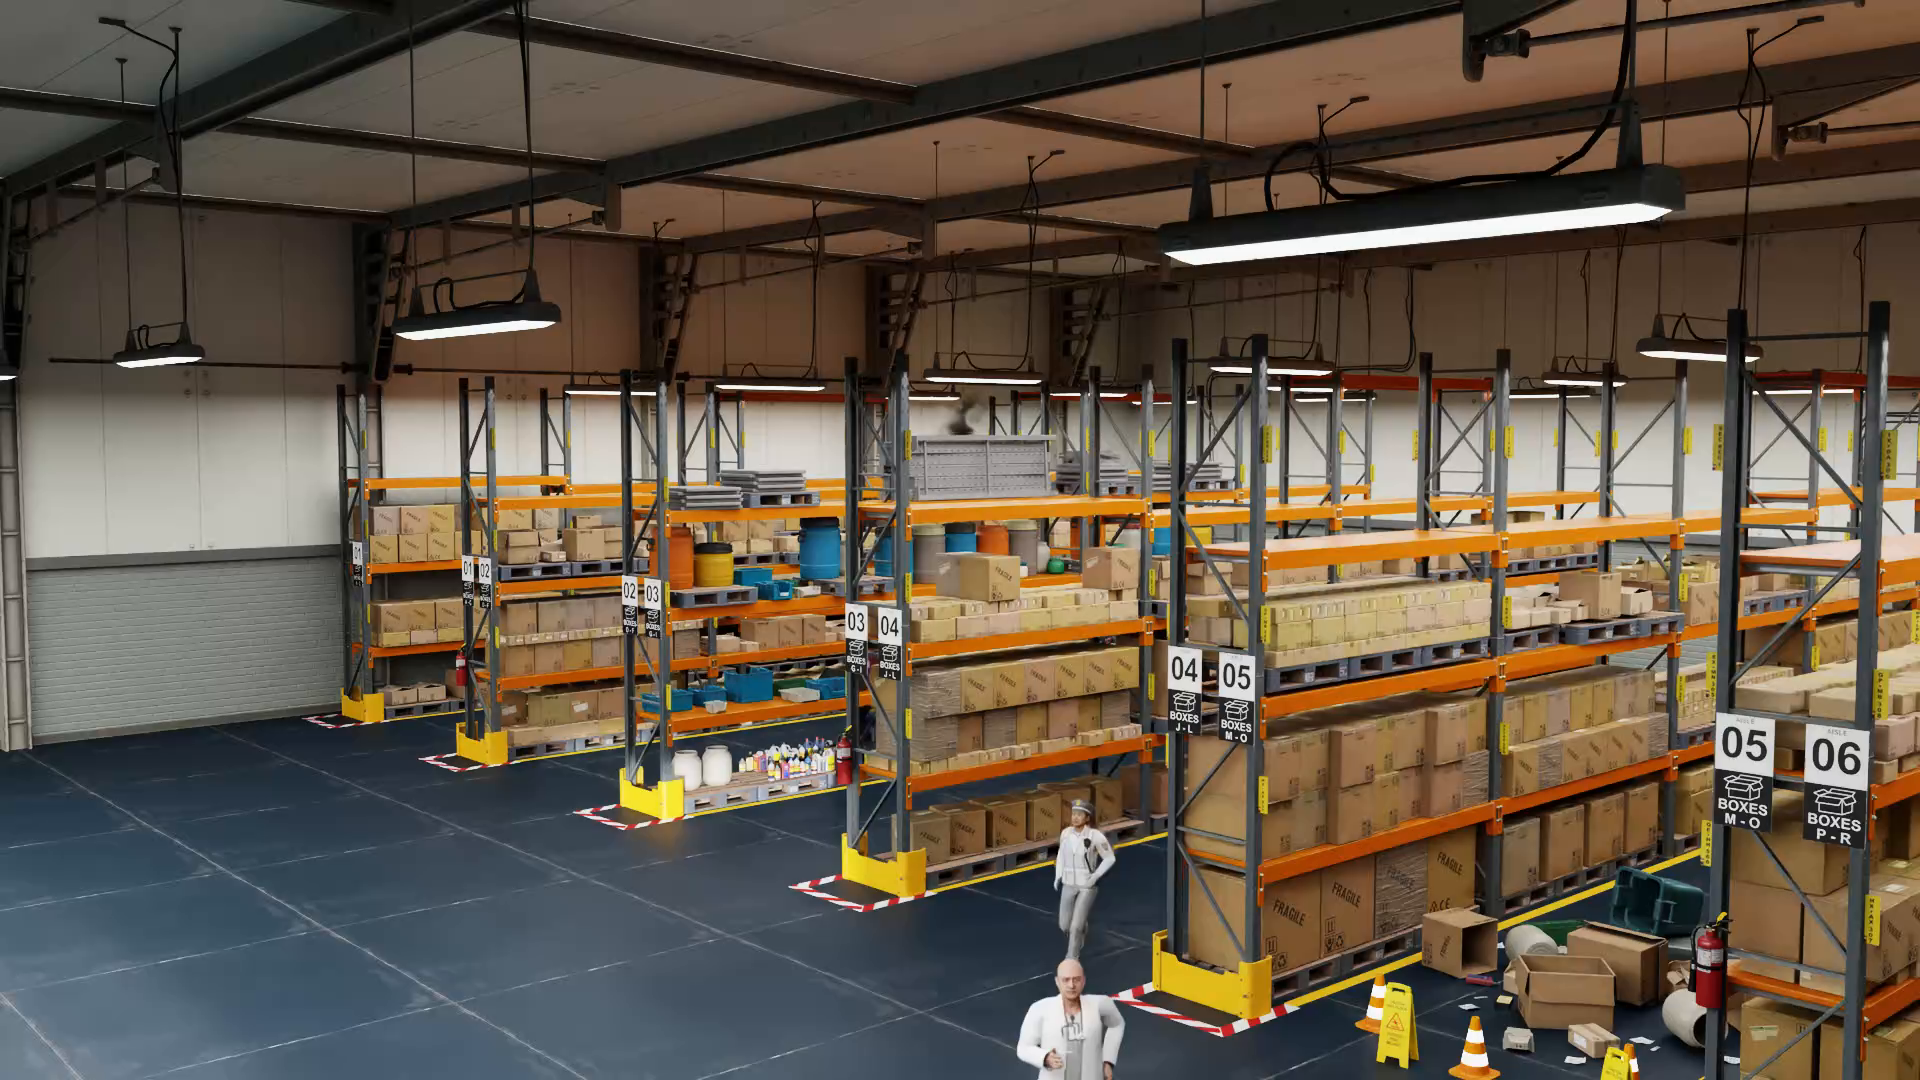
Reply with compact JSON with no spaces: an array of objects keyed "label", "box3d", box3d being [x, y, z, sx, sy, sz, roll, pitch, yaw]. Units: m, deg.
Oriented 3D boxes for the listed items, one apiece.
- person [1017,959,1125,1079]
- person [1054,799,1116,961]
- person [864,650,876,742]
[{"label":"person","box3d":[0.709,3.582,10.595,0.690,1.842,0.823,0,4,4]},{"label":"person","box3d":[1.156,3.303,15.893,0.605,1.647,0.656,2,4,27]},{"label":"person","box3d":[-1.584,2.564,27.521,0.548,1.606,0.640,-4,5,-44]}]
